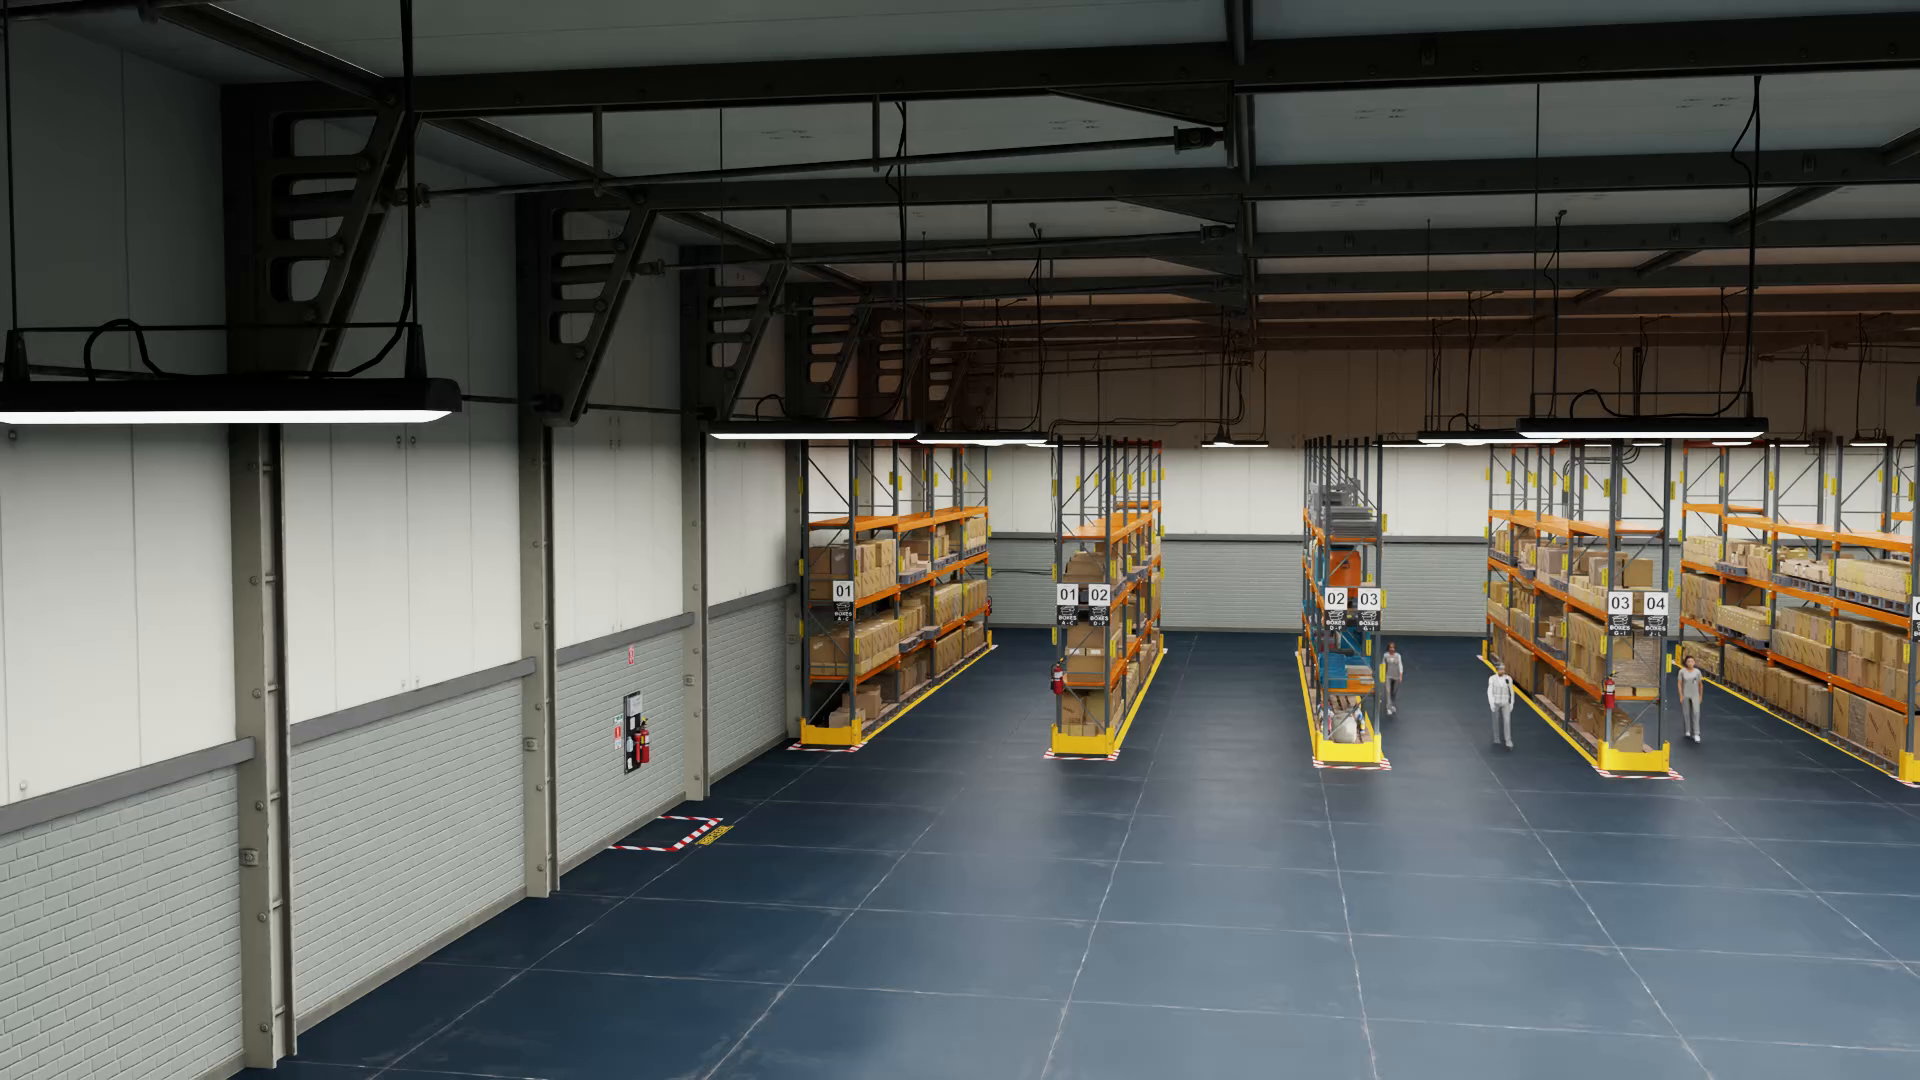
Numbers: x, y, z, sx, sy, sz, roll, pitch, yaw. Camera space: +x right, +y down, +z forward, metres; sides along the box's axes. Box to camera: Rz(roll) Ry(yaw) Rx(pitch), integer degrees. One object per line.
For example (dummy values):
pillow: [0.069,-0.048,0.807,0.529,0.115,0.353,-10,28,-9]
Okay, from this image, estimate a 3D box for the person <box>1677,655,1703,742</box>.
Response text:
person: [14.436,3.103,32.897,0.466,1.642,0.864,1,3,25]

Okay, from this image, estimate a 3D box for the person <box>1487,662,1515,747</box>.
person: [10.414,3.152,32.009,0.505,1.625,0.991,1,3,16]

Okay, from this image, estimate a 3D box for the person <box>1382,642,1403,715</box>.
person: [9.347,2.983,35.936,0.434,1.547,0.946,0,3,9]
